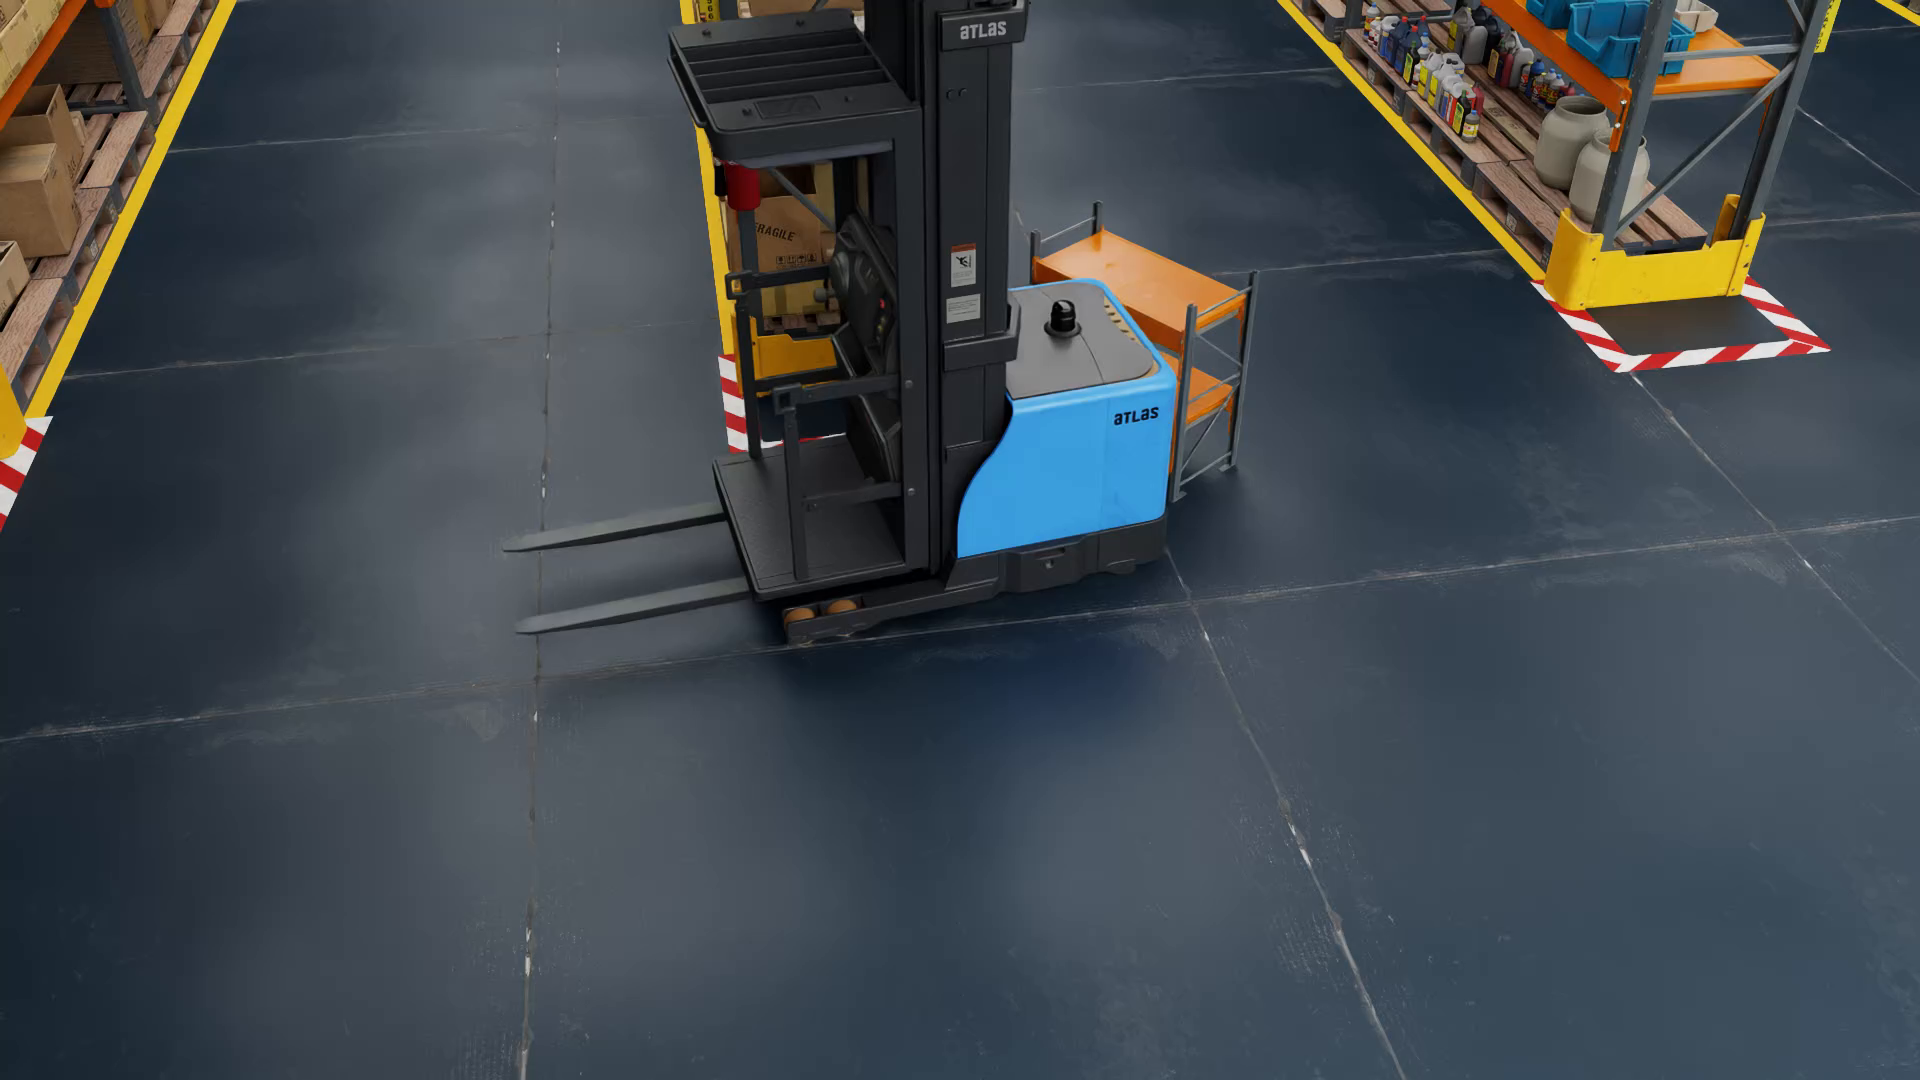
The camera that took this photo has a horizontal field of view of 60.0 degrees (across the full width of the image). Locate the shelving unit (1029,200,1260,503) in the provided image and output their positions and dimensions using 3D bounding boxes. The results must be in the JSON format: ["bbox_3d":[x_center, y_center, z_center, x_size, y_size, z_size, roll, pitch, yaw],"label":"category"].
[{"bbox_3d":[0.895,-0.969,8.480,0.538,1.125,1.048,-30,47,-33],"label":"shelving unit"}]

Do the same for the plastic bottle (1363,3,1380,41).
[{"bbox_3d":[3.131,-3.944,12.647,0.097,0.271,0.097,0,38,0],"label":"plastic bottle"}]

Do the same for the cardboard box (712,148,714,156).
[{"bbox_3d":[-1.332,-2.714,10.486,0.500,0.500,0.500,-6,38,-8],"label":"cardboard box"}]

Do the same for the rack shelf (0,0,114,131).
[{"bbox_3d":[-5.896,-2.530,9.548,1.077,0.370,4.000,-6,38,-8],"label":"rack shelf"}]

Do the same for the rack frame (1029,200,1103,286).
[{"bbox_3d":[0.545,-1.195,8.771,0.500,1.125,0.032,-30,47,-33],"label":"rack frame"}]

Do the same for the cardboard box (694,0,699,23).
[{"bbox_3d":[-1.597,-3.619,11.651,0.500,0.500,0.500,-6,38,-8],"label":"cardboard box"}]

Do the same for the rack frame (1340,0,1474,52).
[{"bbox_3d":[3.507,-5.088,12.254,1.000,3.000,0.127,-6,38,-8],"label":"rack frame"}]

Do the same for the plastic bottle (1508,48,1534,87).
[{"bbox_3d":[4.019,-3.418,11.966,0.152,0.276,0.135,-6,38,-7],"label":"plastic bottle"}]

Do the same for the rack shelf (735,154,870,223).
[{"bbox_3d":[-1.020,-3.065,10.236,1.077,0.370,4.000,-6,38,-8],"label":"rack shelf"}]

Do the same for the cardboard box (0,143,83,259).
[{"bbox_3d":[-5.757,-2.013,9.975,0.700,0.500,0.500,-9,39,-11],"label":"cardboard box"}]

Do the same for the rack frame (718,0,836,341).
[{"bbox_3d":[-0.669,-2.141,8.461,1.000,3.000,0.127,-6,38,-8],"label":"rack frame"}]

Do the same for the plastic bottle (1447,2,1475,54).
[{"bbox_3d":[3.762,-3.842,12.451,0.144,0.351,0.185,-6,38,-8],"label":"plastic bottle"}]

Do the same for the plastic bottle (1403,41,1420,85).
[{"bbox_3d":[3.261,-3.438,11.986,0.061,0.283,0.133,-5,38,-6],"label":"plastic bottle"}]

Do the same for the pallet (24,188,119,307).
[{"bbox_3d":[-5.877,-1.781,10.270,1.003,0.211,1.213,-6,38,-8],"label":"pallet"}]

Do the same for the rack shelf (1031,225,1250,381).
[{"bbox_3d":[0.895,-1.200,8.301,0.538,0.278,1.000,-30,47,-33],"label":"rack shelf"}]

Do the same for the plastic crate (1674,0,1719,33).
[{"bbox_3d":[4.368,-3.143,9.965,0.298,0.136,0.250,-6,38,-8],"label":"plastic crate"}]

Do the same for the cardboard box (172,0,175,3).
[{"bbox_3d":[-6.679,-4.575,13.272,0.700,0.500,0.500,-6,38,-8],"label":"cardboard box"}]

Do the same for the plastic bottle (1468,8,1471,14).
[{"bbox_3d":[3.877,-3.971,12.738,0.097,0.201,0.097,0,38,0],"label":"plastic bottle"}]

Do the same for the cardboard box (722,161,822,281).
[{"bbox_3d":[-1.056,-1.809,9.321,0.500,0.500,0.500,-6,38,-8],"label":"cardboard box"}]

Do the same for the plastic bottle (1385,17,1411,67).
[{"bbox_3d":[3.240,-3.683,12.246,0.144,0.351,0.185,-5,38,-7],"label":"plastic bottle"}]

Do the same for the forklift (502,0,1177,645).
[{"bbox_3d":[-0.596,-1.046,7.107,3.031,2.935,1.130,-11,39,-14],"label":"forklift"}]

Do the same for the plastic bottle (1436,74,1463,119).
[{"bbox_3d":[3.413,-3.071,11.519,0.152,0.276,0.135,-7,38,-9],"label":"plastic bottle"}]

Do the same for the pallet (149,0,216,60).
[{"bbox_3d":[-6.602,-4.129,13.293,1.003,0.211,1.213,-6,38,-8],"label":"pallet"}]

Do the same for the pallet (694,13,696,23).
[{"bbox_3d":[-1.538,-3.897,12.994,1.003,0.211,1.213,-6,38,-8],"label":"pallet"}]

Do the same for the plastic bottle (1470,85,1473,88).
[{"bbox_3d":[3.533,-3.066,11.574,0.097,0.201,0.097,0,38,0],"label":"plastic bottle"}]

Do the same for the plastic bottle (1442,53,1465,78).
[{"bbox_3d":[3.489,-3.314,11.832,0.152,0.276,0.135,-6,38,-8],"label":"plastic bottle"}]

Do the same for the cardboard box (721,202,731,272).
[{"bbox_3d":[-1.153,-1.814,9.939,0.500,0.250,0.500,-6,38,-8],"label":"cardboard box"}]

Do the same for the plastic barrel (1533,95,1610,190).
[{"bbox_3d":[3.930,-2.547,10.669,0.421,0.512,0.421,0,38,0],"label":"plastic barrel"}]

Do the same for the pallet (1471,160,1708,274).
[{"bbox_3d":[4.012,-2.102,10.684,1.003,0.211,1.213,-6,38,-8],"label":"pallet"}]

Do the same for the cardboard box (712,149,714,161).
[{"bbox_3d":[-1.329,-2.418,10.716,0.500,0.250,0.500,-6,38,-8],"label":"cardboard box"}]

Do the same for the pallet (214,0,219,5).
[{"bbox_3d":[-6.812,-4.865,14.240,1.003,0.211,1.213,-6,38,-8],"label":"pallet"}]

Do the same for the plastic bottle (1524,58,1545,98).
[{"bbox_3d":[4.084,-3.286,11.800,0.097,0.271,0.097,0,38,0],"label":"plastic bottle"}]

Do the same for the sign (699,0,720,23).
[{"bbox_3d":[-1.206,-2.642,7.969,0.100,0.325,0.005,-6,38,-8],"label":"sign"}]

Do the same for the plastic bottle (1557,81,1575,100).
[{"bbox_3d":[4.176,-3.040,11.473,0.061,0.283,0.133,-6,38,-7],"label":"plastic bottle"}]

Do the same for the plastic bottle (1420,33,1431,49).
[{"bbox_3d":[3.384,-3.577,12.175,0.097,0.271,0.097,0,38,0],"label":"plastic bottle"}]

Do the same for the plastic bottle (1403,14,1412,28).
[{"bbox_3d":[3.320,-3.768,12.411,0.061,0.283,0.133,-6,38,-8],"label":"plastic bottle"}]

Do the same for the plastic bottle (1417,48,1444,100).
[{"bbox_3d":[3.348,-3.312,11.769,0.144,0.351,0.185,-7,38,-8],"label":"plastic bottle"}]

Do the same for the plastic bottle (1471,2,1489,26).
[{"bbox_3d":[3.904,-3.857,12.470,0.144,0.351,0.185,-7,38,-9],"label":"plastic bottle"}]

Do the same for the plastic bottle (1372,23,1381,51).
[{"bbox_3d":[3.167,-3.794,12.511,0.097,0.201,0.097,0,38,0],"label":"plastic bottle"}]

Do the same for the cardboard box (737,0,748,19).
[{"bbox_3d":[-0.971,-2.805,8.705,0.380,0.149,0.250,-5,38,-7],"label":"cardboard box"}]

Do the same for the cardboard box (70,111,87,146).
[{"bbox_3d":[-6.123,-2.757,11.204,0.380,0.166,0.250,-11,39,-14],"label":"cardboard box"}]

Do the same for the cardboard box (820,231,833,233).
[{"bbox_3d":[-0.635,-1.870,10.012,0.500,0.250,0.500,-6,38,-8],"label":"cardboard box"}]

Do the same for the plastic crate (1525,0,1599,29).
[{"bbox_3d":[3.718,-3.276,10.043,0.499,0.251,0.408,-6,38,-8],"label":"plastic crate"}]

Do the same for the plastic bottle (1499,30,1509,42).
[{"bbox_3d":[4.007,-3.621,12.221,0.061,0.283,0.133,-4,38,-5],"label":"plastic bottle"}]

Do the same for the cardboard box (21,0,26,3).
[{"bbox_3d":[-5.688,-3.408,9.587,0.500,0.500,0.500,-7,38,-9],"label":"cardboard box"}]

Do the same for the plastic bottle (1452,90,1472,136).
[{"bbox_3d":[3.416,-2.903,11.298,0.061,0.283,0.133,-5,38,-7],"label":"plastic bottle"}]

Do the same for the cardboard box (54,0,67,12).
[{"bbox_3d":[-5.786,-3.415,10.207,0.500,0.250,0.500,-6,38,-8],"label":"cardboard box"}]

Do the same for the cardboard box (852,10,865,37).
[{"bbox_3d":[-0.526,-2.697,8.566,0.380,0.149,0.250,-6,38,-8],"label":"cardboard box"}]

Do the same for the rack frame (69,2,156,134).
[{"bbox_3d":[-6.247,-4.022,10.882,1.000,3.000,0.127,-6,38,-8],"label":"rack frame"}]

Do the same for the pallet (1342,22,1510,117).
[{"bbox_3d":[3.584,-3.576,12.581,1.003,0.211,1.213,-6,38,-8],"label":"pallet"}]

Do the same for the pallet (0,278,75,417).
[{"bbox_3d":[-5.666,-1.045,9.323,1.003,0.211,1.213,-6,38,-8],"label":"pallet"}]

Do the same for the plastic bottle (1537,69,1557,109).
[{"bbox_3d":[4.120,-3.164,11.643,0.097,0.271,0.097,0,38,0],"label":"plastic bottle"}]

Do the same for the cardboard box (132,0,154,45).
[{"bbox_3d":[-6.532,-3.958,12.479,0.700,0.500,0.500,-7,38,-9],"label":"cardboard box"}]

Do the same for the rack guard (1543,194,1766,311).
[{"bbox_3d":[4.149,-1.725,9.963,1.175,0.500,0.348,-6,38,-8],"label":"rack guard"}]

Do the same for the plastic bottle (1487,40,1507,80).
[{"bbox_3d":[3.898,-3.493,12.057,0.061,0.283,0.133,-6,38,-8],"label":"plastic bottle"}]

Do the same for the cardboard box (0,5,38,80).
[{"bbox_3d":[-5.593,-2.810,9.427,0.500,0.250,0.500,-6,38,-8],"label":"cardboard box"}]
